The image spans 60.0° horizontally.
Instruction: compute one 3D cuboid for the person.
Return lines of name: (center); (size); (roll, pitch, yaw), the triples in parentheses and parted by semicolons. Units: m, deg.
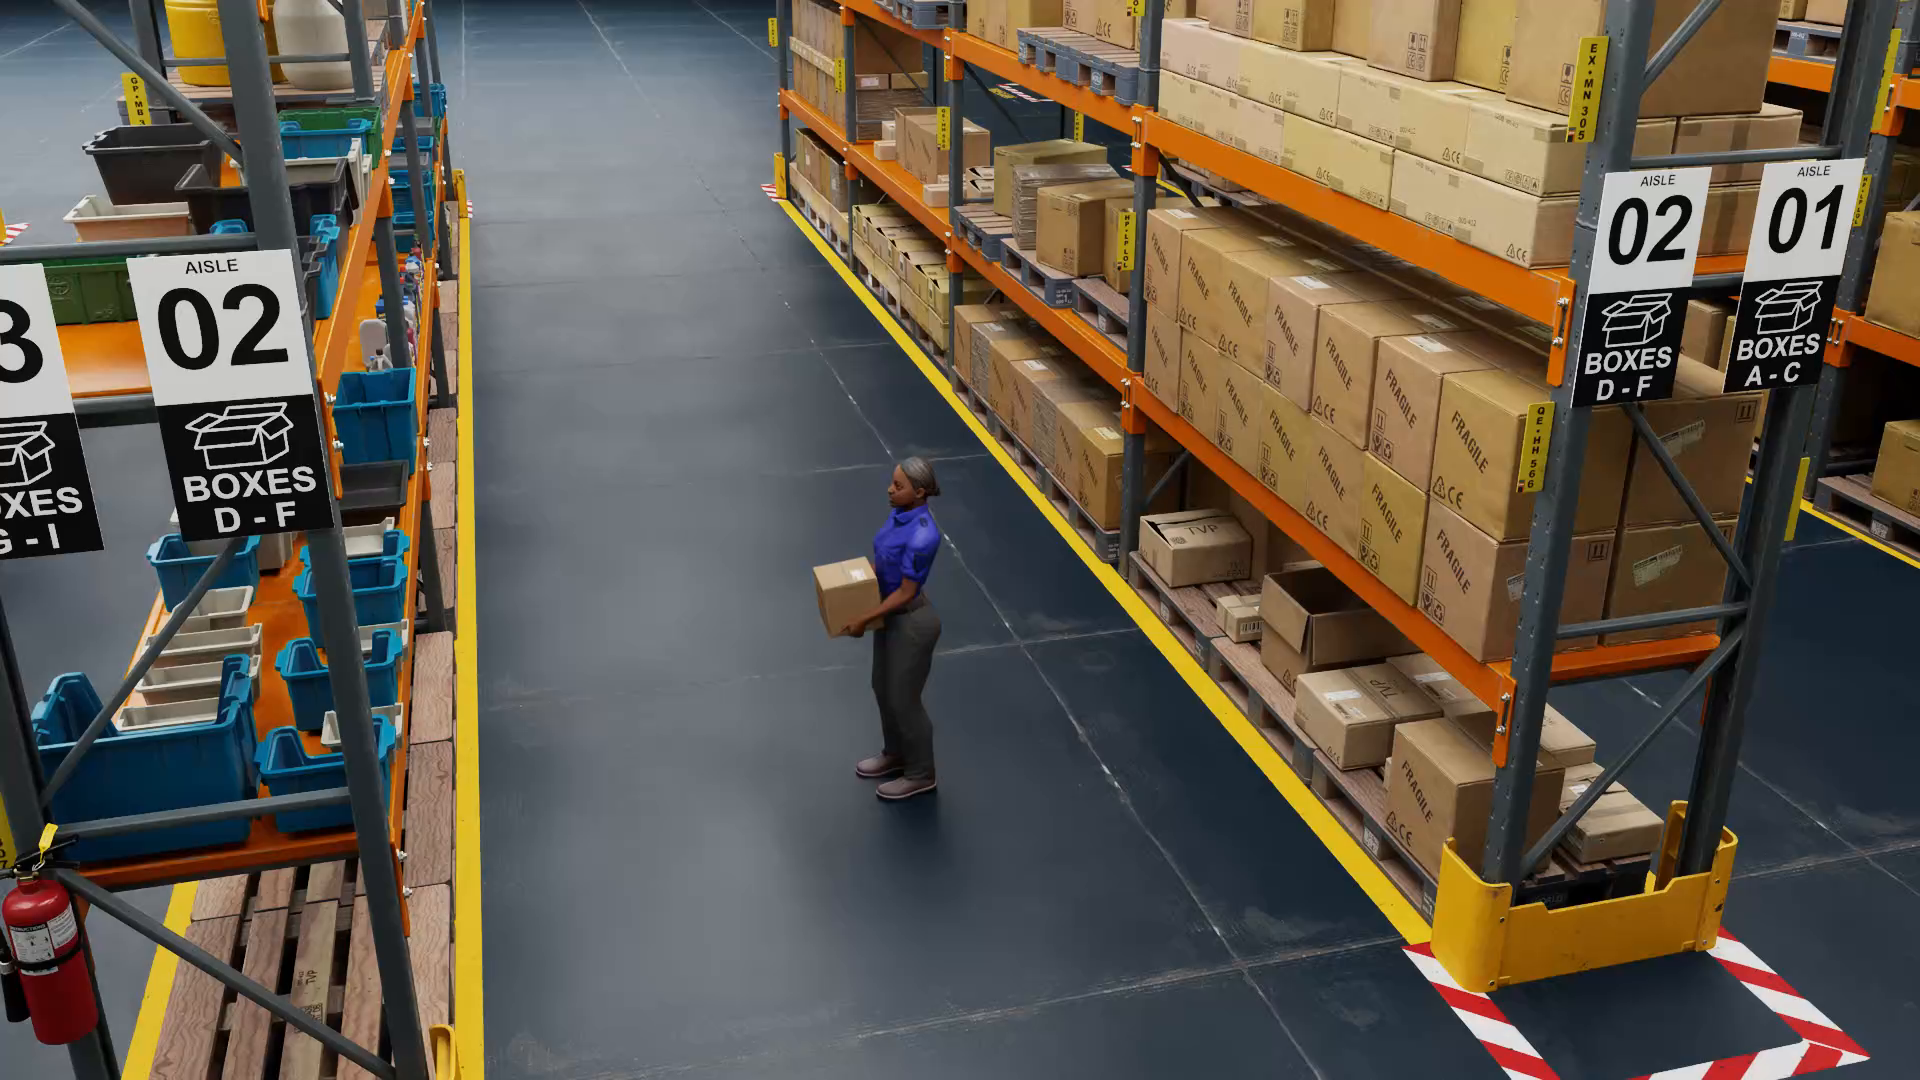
person: (-0.333, 0.401, 7.674); (0.510, 1.651, 0.451); (-6, 24, -13)
